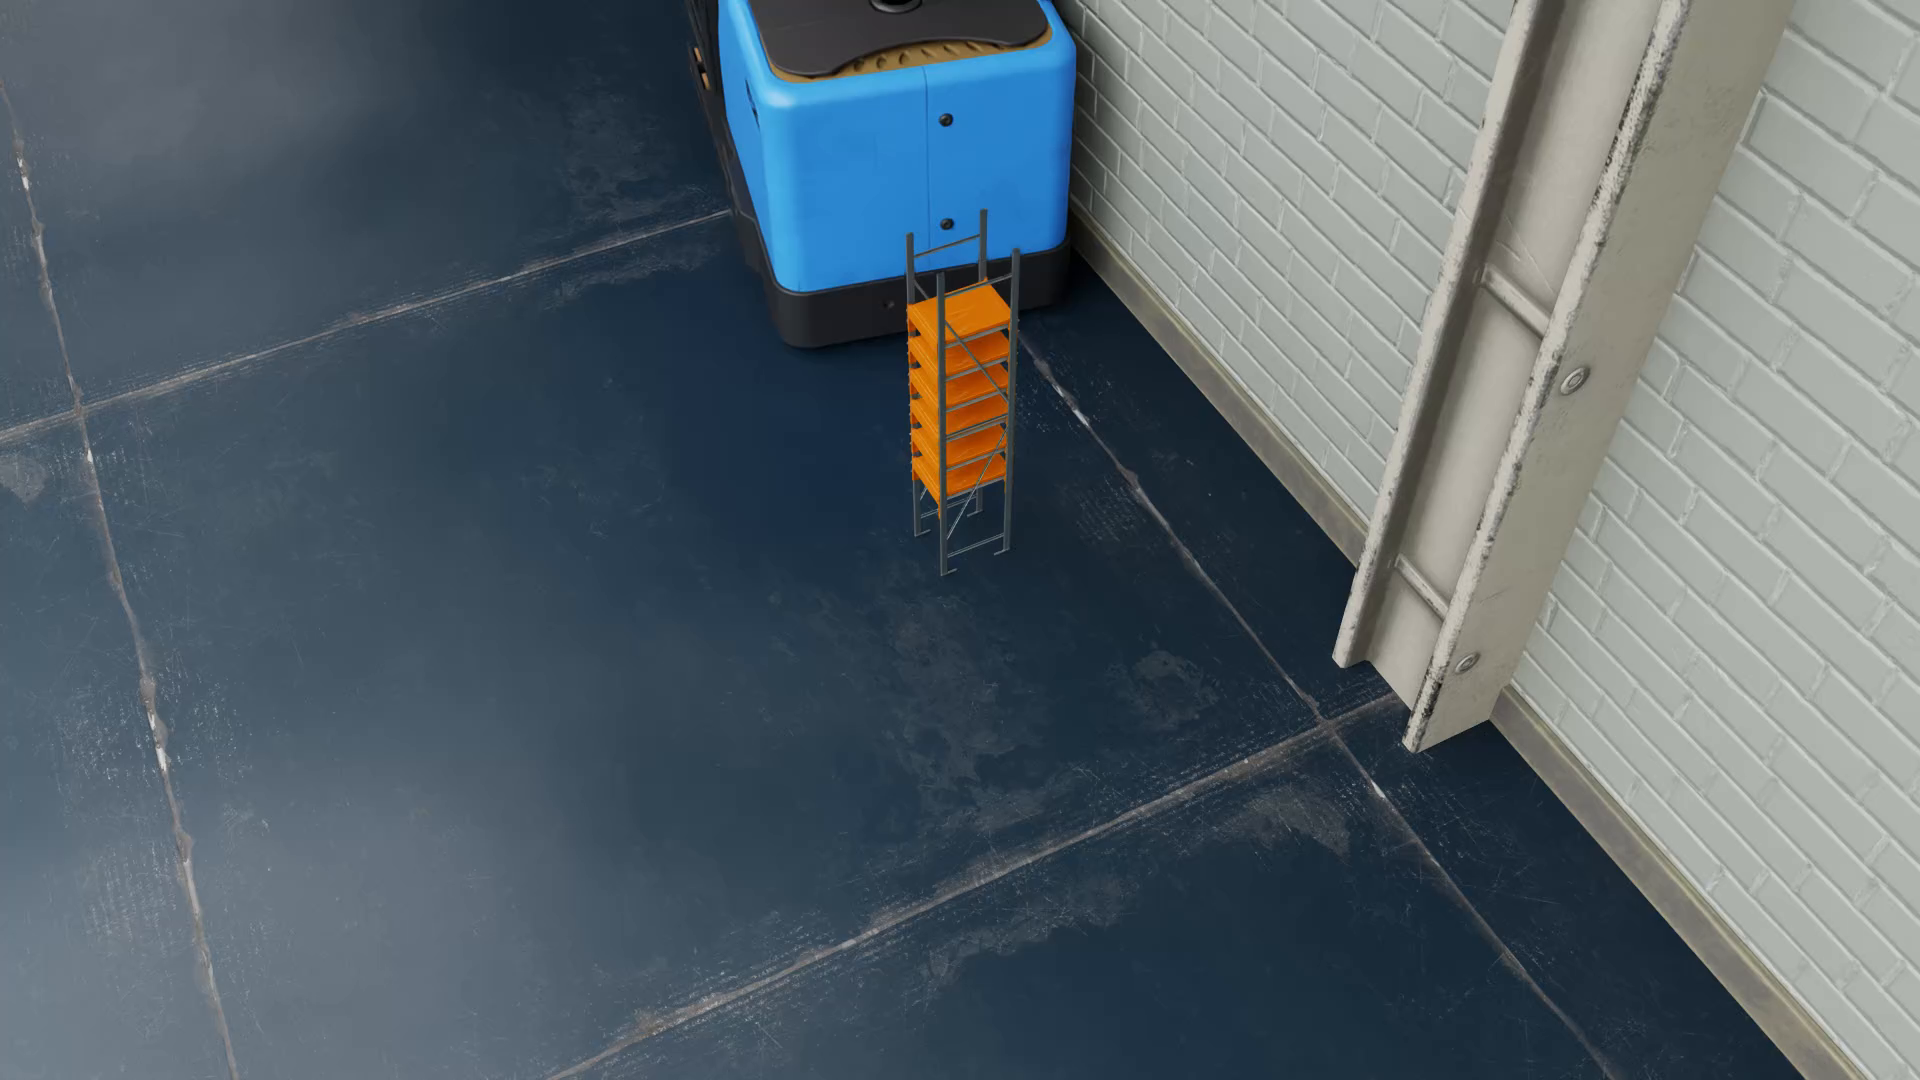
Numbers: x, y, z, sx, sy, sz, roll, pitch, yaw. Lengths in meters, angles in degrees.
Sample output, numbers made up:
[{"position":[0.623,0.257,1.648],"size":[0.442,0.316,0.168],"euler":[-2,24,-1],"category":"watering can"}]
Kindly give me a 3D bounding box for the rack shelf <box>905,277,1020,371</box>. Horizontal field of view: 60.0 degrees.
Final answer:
[{"position":[0.007,-0.593,4.552],"size":[0.258,0.103,0.180],"euler":[-21,52,-18],"category":"rack shelf"}]

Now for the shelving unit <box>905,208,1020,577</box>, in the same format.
[{"position":[0.007,-0.385,4.790],"size":[0.258,1.200,0.189],"euler":[-21,52,-18],"category":"shelving unit"}]

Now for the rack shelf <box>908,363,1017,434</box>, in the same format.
[{"position":[0.007,-0.435,4.733],"size":[0.258,0.103,0.180],"euler":[-21,52,-18],"category":"rack shelf"}]

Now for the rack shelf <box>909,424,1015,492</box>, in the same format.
[{"position":[0.007,-0.277,4.914],"size":[0.258,0.103,0.180],"euler":[-21,52,-18],"category":"rack shelf"}]

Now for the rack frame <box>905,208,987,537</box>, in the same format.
[{"position":[-0.035,-0.447,4.843],"size":[0.240,1.200,0.006],"euler":[-21,52,-18],"category":"rack frame"}]

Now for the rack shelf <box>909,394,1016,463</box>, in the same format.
[{"position":[0.007,-0.356,4.823],"size":[0.258,0.103,0.180],"euler":[-21,52,-18],"category":"rack shelf"}]

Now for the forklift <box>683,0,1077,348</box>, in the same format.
[{"position":[-0.495,-2.763,5.720],"size":[1.130,2.935,3.031],"euler":[-12,50,-10],"category":"forklift"}]

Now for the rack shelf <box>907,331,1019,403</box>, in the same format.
[{"position":[0.007,-0.514,4.643],"size":[0.258,0.103,0.180],"euler":[-21,52,-18],"category":"rack shelf"}]

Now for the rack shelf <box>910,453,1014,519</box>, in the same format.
[{"position":[0.007,-0.198,5.004],"size":[0.258,0.103,0.180],"euler":[-21,52,-18],"category":"rack shelf"}]

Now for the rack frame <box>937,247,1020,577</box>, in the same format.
[{"position":[0.048,-0.324,4.736],"size":[0.240,1.200,0.006],"euler":[-21,52,-18],"category":"rack frame"}]

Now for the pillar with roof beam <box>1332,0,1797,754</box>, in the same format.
[{"position":[-2.497,-1.057,0.196],"size":[9.100,9.000,0.400],"euler":[-21,52,-18],"category":"pillar with roof beam"}]
